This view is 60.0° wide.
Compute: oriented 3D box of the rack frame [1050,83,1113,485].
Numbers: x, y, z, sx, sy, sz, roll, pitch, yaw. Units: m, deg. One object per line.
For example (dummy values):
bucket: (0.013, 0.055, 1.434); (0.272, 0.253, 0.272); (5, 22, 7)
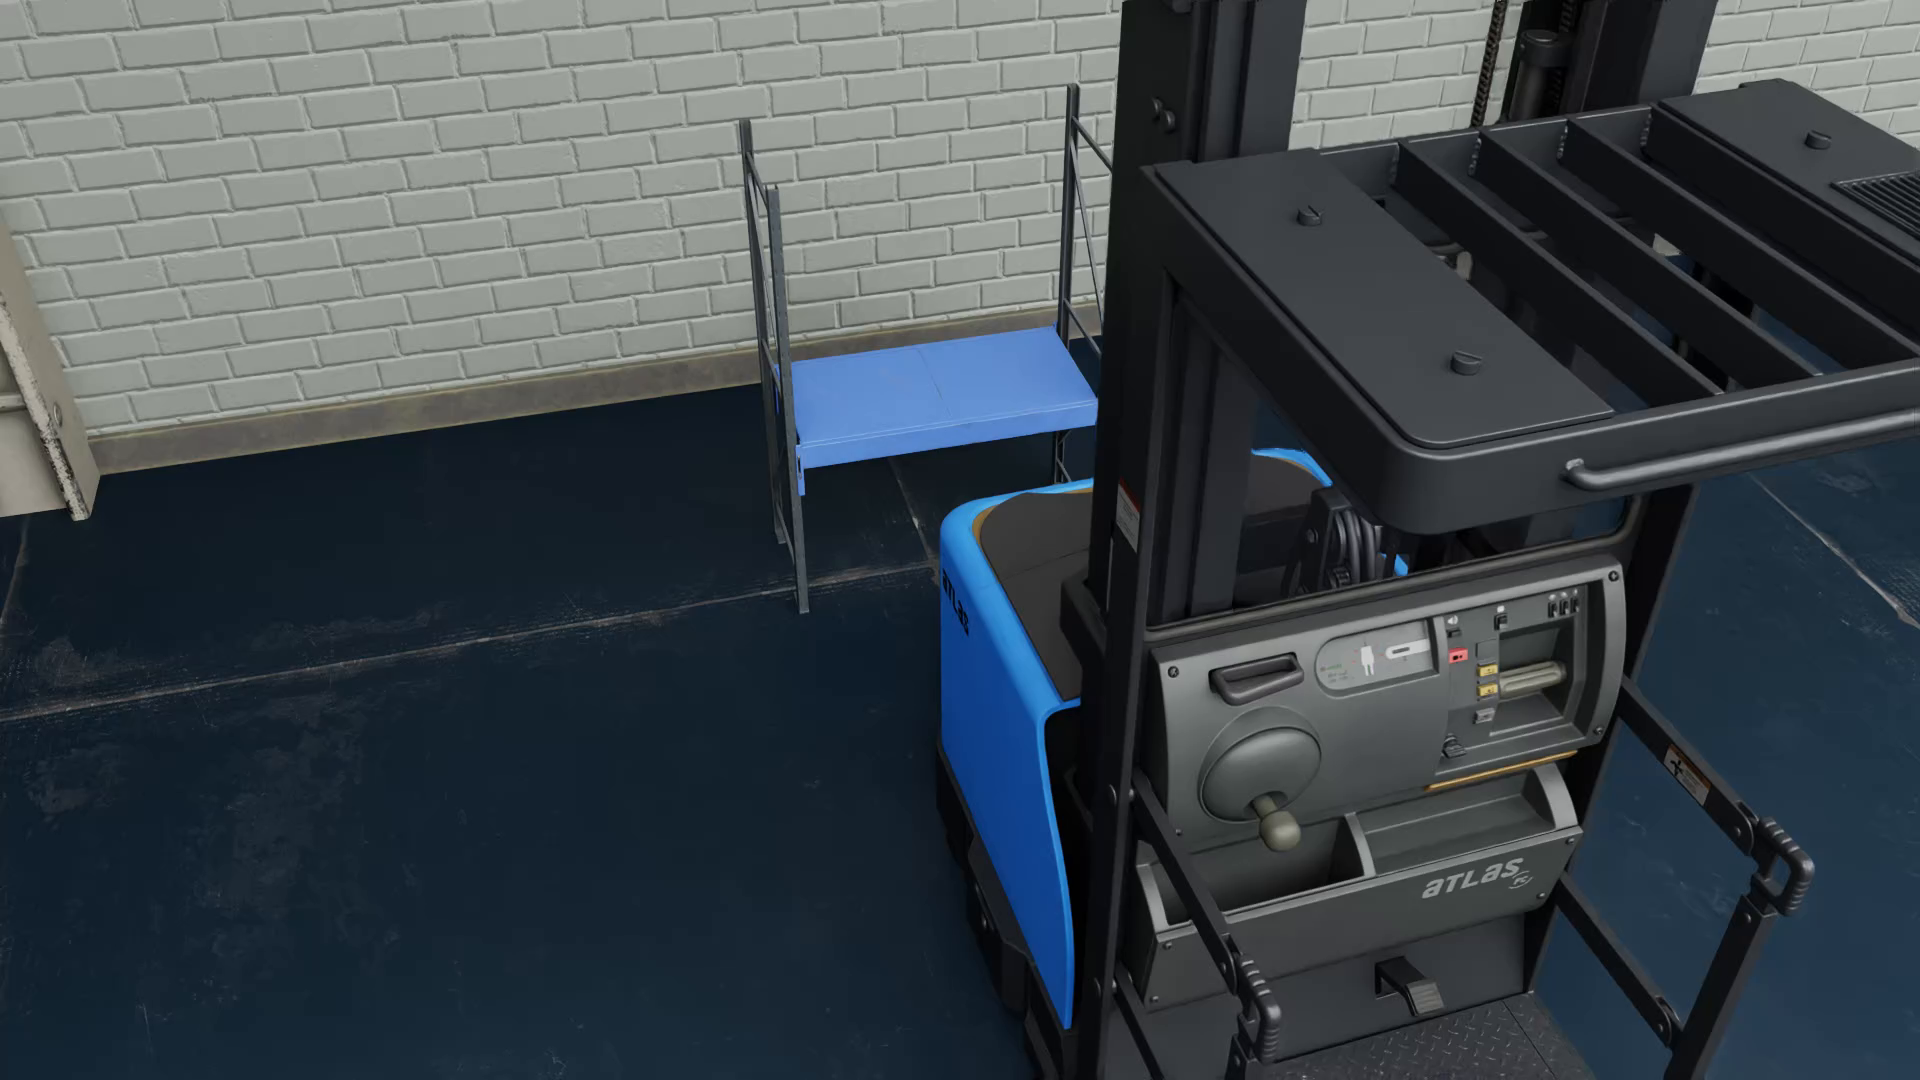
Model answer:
rack frame: (0.408, -0.663, 5.382); (0.032, 1.500, 0.500); (-9, 38, -12)

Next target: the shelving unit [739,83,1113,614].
shelving unit: (-0.082, -0.582, 5.277); (1.048, 1.500, 0.538); (-9, 38, -12)

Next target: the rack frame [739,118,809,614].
rack frame: (-0.573, -0.502, 5.171); (0.032, 1.500, 0.500); (-9, 38, -12)

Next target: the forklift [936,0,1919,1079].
forklift: (0.861, 0.368, 2.857); (1.130, 2.935, 3.031); (-11, 39, -14)

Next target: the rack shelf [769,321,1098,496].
rack shelf: (-0.082, -0.439, 5.386); (1.000, 0.185, 0.538); (-9, 38, -12)
